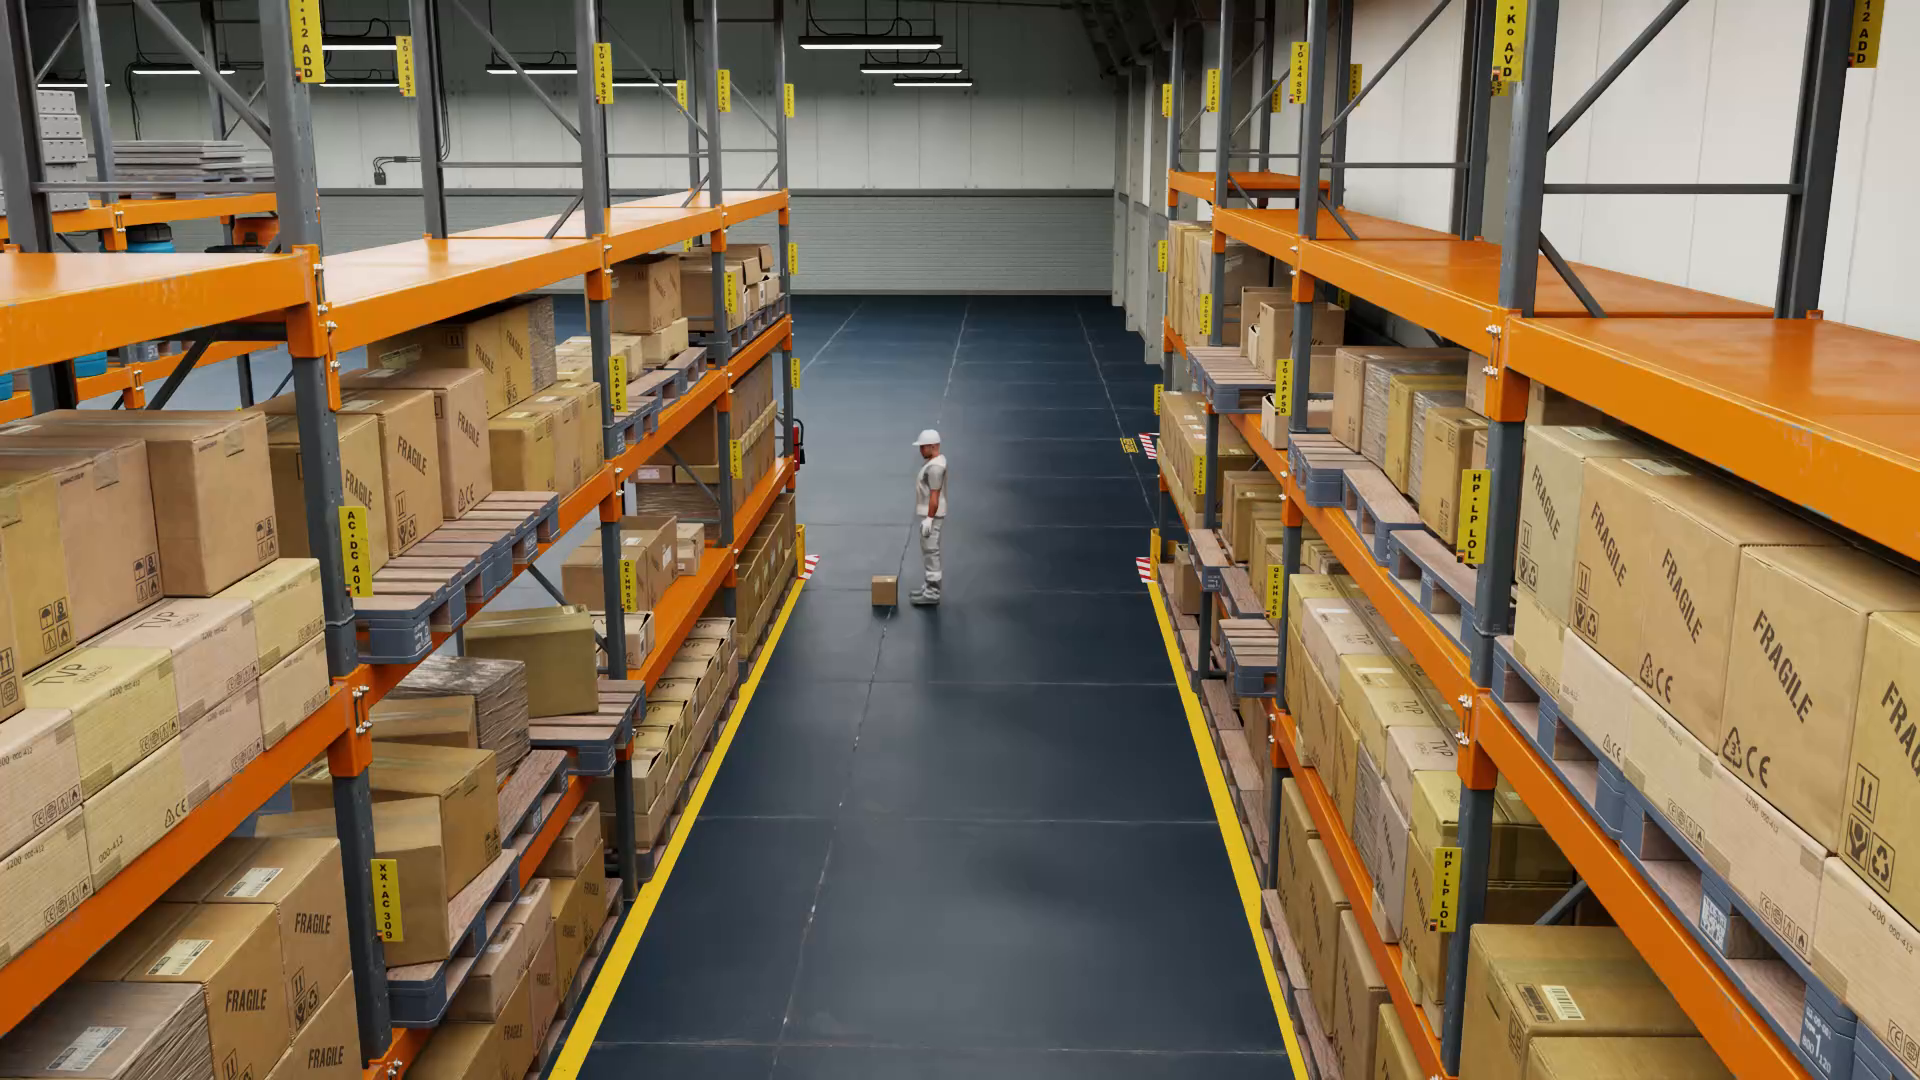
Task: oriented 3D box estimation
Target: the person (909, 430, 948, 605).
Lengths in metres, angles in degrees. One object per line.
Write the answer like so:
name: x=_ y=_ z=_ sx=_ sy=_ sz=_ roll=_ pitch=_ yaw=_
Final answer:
person: x=-0.329 y=-0.236 z=16.857 sx=0.413 sy=1.788 sz=0.535 roll=0 pitch=14 yaw=2
